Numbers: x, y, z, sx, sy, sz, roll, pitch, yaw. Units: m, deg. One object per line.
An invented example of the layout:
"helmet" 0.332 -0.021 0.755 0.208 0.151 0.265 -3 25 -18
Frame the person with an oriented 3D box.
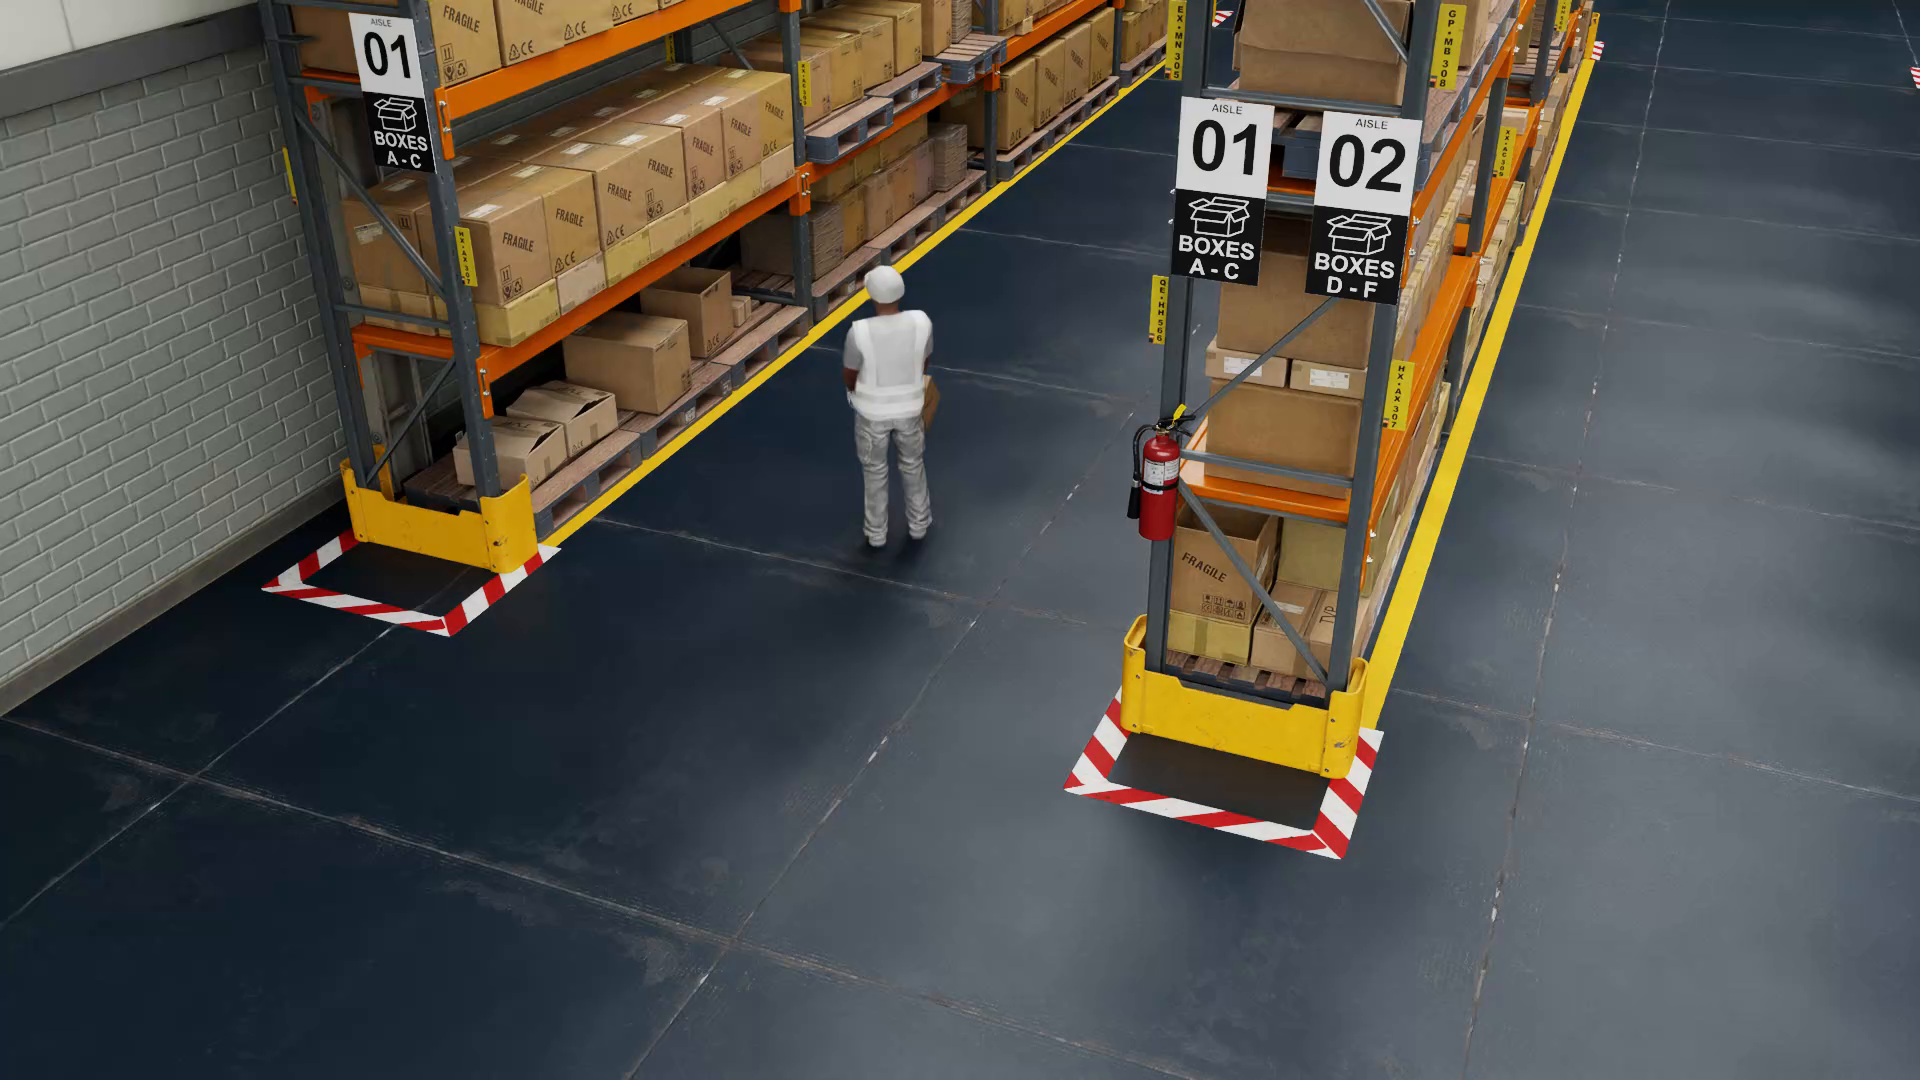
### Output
"person" -0.415 -0.802 9.780 0.585 1.792 0.499 -10 31 -17
